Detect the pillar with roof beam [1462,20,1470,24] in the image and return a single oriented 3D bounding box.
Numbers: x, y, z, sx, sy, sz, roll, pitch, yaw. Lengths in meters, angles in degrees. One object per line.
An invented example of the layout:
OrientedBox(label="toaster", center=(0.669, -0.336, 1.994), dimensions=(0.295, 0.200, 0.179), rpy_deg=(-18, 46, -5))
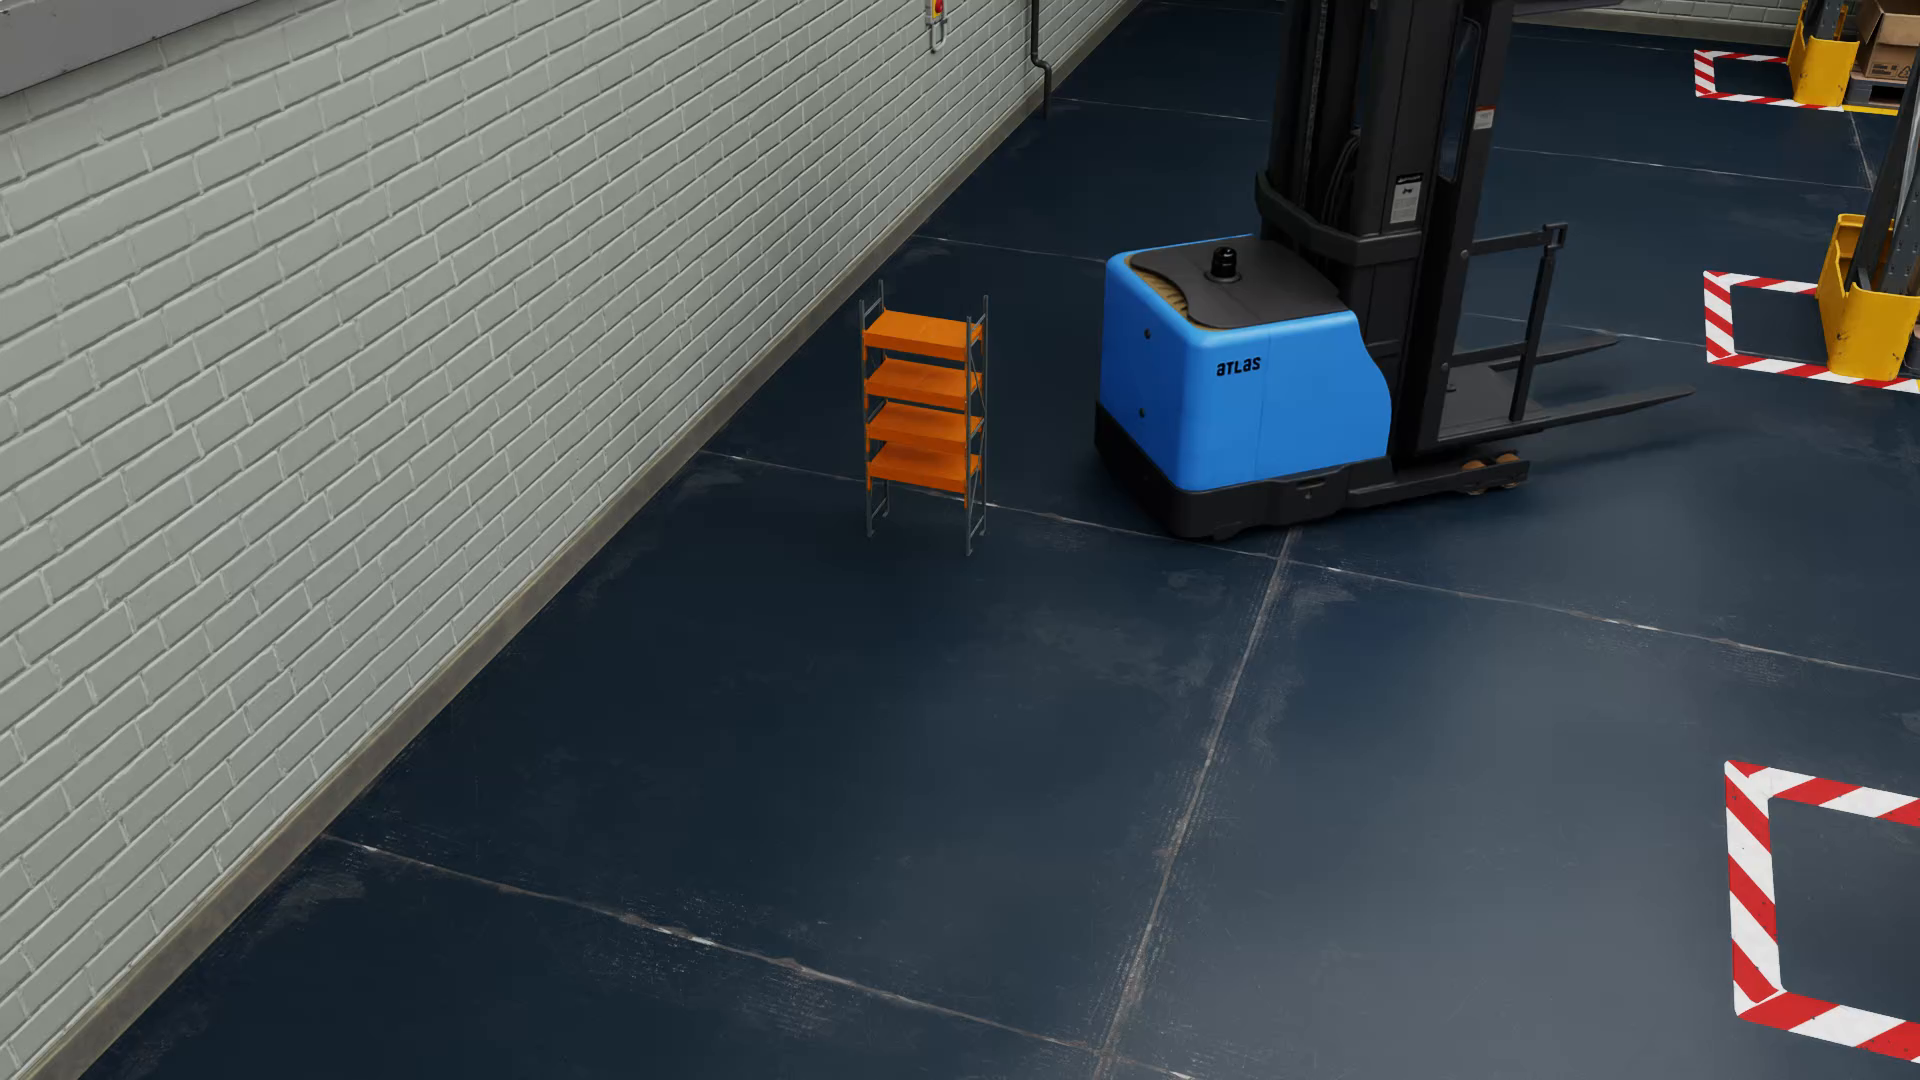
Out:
OrientedBox(label="pillar with roof beam", center=(3.156, -6.251, 9.135), dimensions=(0.400, 9.000, 9.100), rpy_deg=(11, 34, 16))

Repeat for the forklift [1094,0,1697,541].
OrientedBox(label="forklift", center=(2.249, -1.708, 7.692), dimensions=(3.031, 2.935, 1.130), rpy_deg=(-11, 34, -16))

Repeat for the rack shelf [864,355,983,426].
OrientedBox(label="rack shelf", center=(-0.156, -0.666, 7.387), dimensions=(0.480, 0.148, 0.258), rpy_deg=(11, 34, 16))

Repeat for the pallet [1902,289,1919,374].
OrientedBox(label="pallet", center=(5.950, -1.162, 9.355), dimensions=(1.213, 0.211, 1.003), rpy_deg=(11, 34, 16))

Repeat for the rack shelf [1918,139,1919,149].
OrientedBox(label="rack shelf", center=(7.054, -1.771, 8.391), dimensions=(4.000, 0.370, 1.077), rpy_deg=(11, 34, 16))

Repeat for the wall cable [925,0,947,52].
OrientedBox(label="wall cable", center=(-0.145, -3.899, 10.059), dimensions=(0.123, 1.953, 0.585), rpy_deg=(11, 34, 16))

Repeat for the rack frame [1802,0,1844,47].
OrientedBox(label="rack frame", center=(6.842, -4.975, 12.690), dimensions=(0.127, 3.000, 1.000), rpy_deg=(11, 34, 16))

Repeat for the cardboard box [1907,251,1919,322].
OrientedBox(label="cardboard box", center=(5.826, -1.470, 9.236), dimensions=(0.875, 0.438, 0.875), rpy_deg=(10, 34, 15))

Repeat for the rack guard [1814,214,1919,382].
OrientedBox(label="rack guard", center=(5.149, -1.394, 9.448), dimensions=(0.348, 0.500, 1.175), rpy_deg=(11, 34, 16))

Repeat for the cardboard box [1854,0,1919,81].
OrientedBox(label="cardboard box", center=(7.386, -3.942, 13.005), dimensions=(0.637, 0.503, 0.797), rpy_deg=(10, 34, 15))

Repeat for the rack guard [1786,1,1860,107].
OrientedBox(label="rack guard", center=(6.914, -3.911, 13.346), dimensions=(0.348, 0.500, 1.175), rpy_deg=(11, 34, 16))

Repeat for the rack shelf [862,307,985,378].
OrientedBox(label="rack shelf", center=(-0.156, -0.864, 7.258), dimensions=(0.480, 0.148, 0.258), rpy_deg=(11, 34, 16))

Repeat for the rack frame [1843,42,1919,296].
OrientedBox(label="rack frame", center=(5.171, -2.440, 8.763), dimensions=(0.127, 3.000, 1.000), rpy_deg=(11, 34, 16))

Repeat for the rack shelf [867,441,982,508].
OrientedBox(label="rack shelf", center=(-0.156, -0.311, 7.616), dimensions=(0.480, 0.148, 0.258), rpy_deg=(11, 34, 16))

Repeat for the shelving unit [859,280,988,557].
OrientedBox(label="shelving unit", center=(-0.156, -0.534, 7.471), dimensions=(0.503, 1.200, 0.258), rpy_deg=(11, 34, 16))

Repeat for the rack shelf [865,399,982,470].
OrientedBox(label="rack shelf", center=(-0.156, -0.478, 7.508), dimensions=(0.480, 0.148, 0.258), rpy_deg=(11, 34, 16))

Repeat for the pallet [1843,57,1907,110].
OrientedBox(label="pallet", center=(7.665, -3.644, 13.199), dimensions=(1.213, 0.211, 1.003), rpy_deg=(11, 34, 16))

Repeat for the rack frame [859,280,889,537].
OrientedBox(label="rack frame", center=(-0.386, -0.579, 7.541), dimensions=(0.015, 1.200, 0.240), rpy_deg=(11, 34, 16))

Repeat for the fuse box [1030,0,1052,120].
OrientedBox(label="fuse box", center=(0.701, -3.964, 12.312), dimensions=(0.414, 1.711, 0.539), rpy_deg=(11, 34, 16))

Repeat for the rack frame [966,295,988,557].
OrientedBox(label="rack frame", center=(0.074, -0.490, 7.402), dimensions=(0.015, 1.200, 0.240), rpy_deg=(11, 34, 16))
